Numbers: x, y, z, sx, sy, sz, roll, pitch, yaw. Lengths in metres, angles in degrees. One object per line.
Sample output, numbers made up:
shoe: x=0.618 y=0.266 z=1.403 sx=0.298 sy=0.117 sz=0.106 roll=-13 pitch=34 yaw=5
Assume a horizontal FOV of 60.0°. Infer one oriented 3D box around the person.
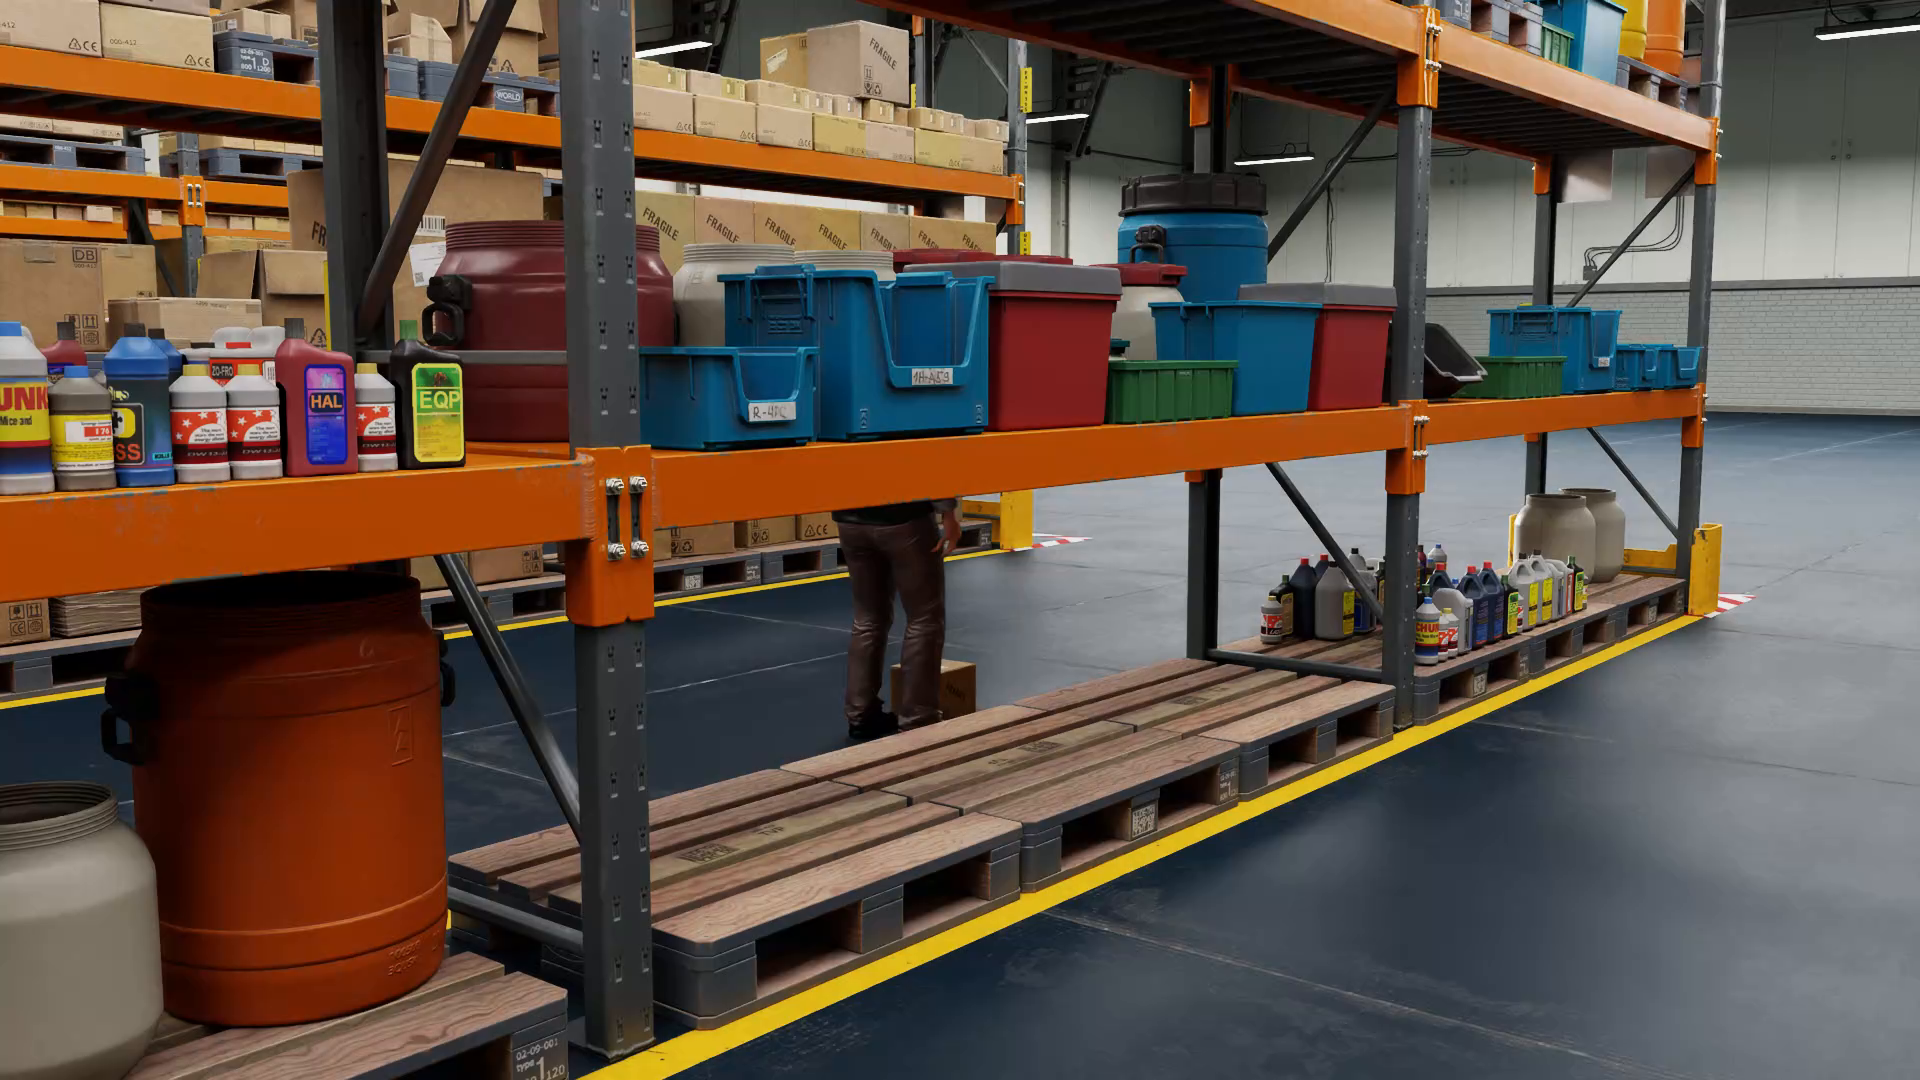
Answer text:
person: x=-0.275 y=-0.072 z=6.455 sx=0.581 sy=1.720 sz=0.417 roll=5 pitch=8 yaw=36
